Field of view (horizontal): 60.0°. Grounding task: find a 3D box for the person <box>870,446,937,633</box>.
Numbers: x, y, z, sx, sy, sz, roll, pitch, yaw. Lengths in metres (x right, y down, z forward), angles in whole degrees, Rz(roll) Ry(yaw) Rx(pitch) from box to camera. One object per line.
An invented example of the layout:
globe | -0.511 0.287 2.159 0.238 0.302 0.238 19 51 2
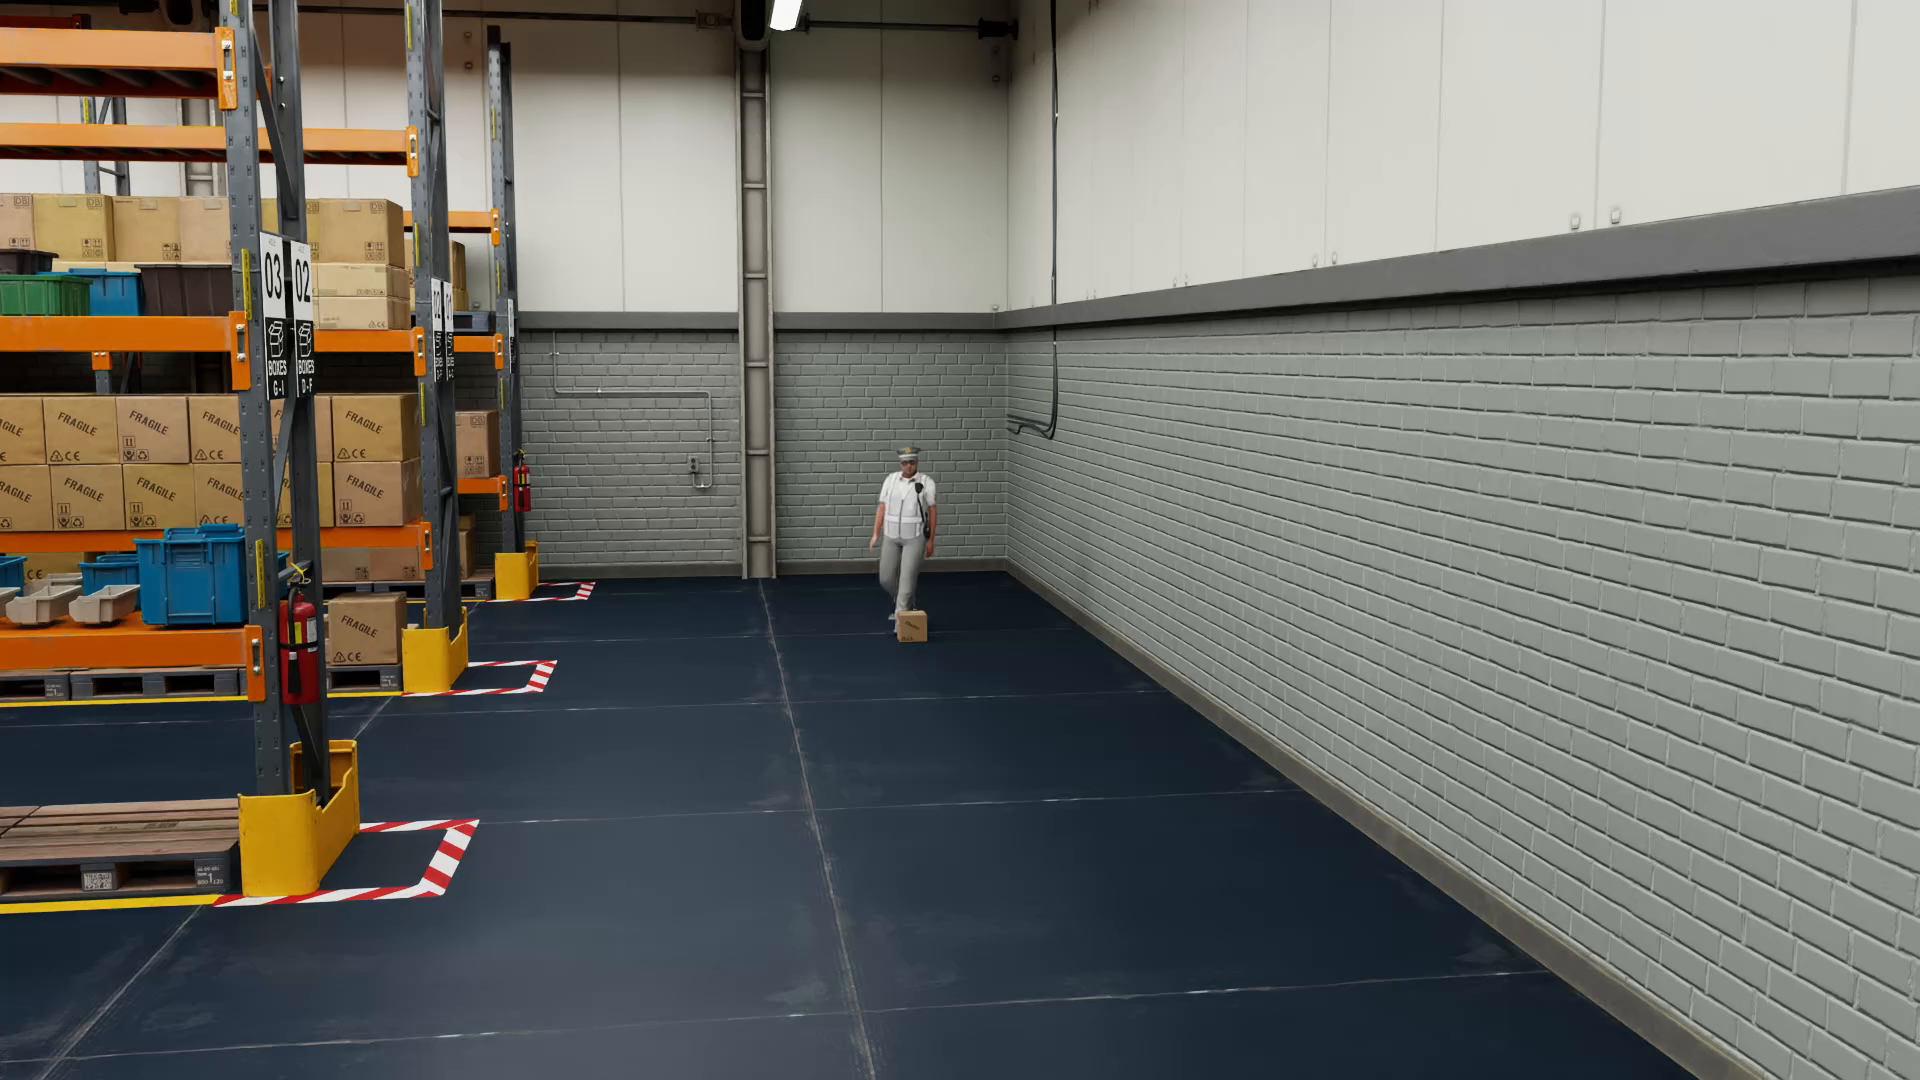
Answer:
person | -0.543 -0.018 15.746 0.608 1.744 0.662 2 7 16
